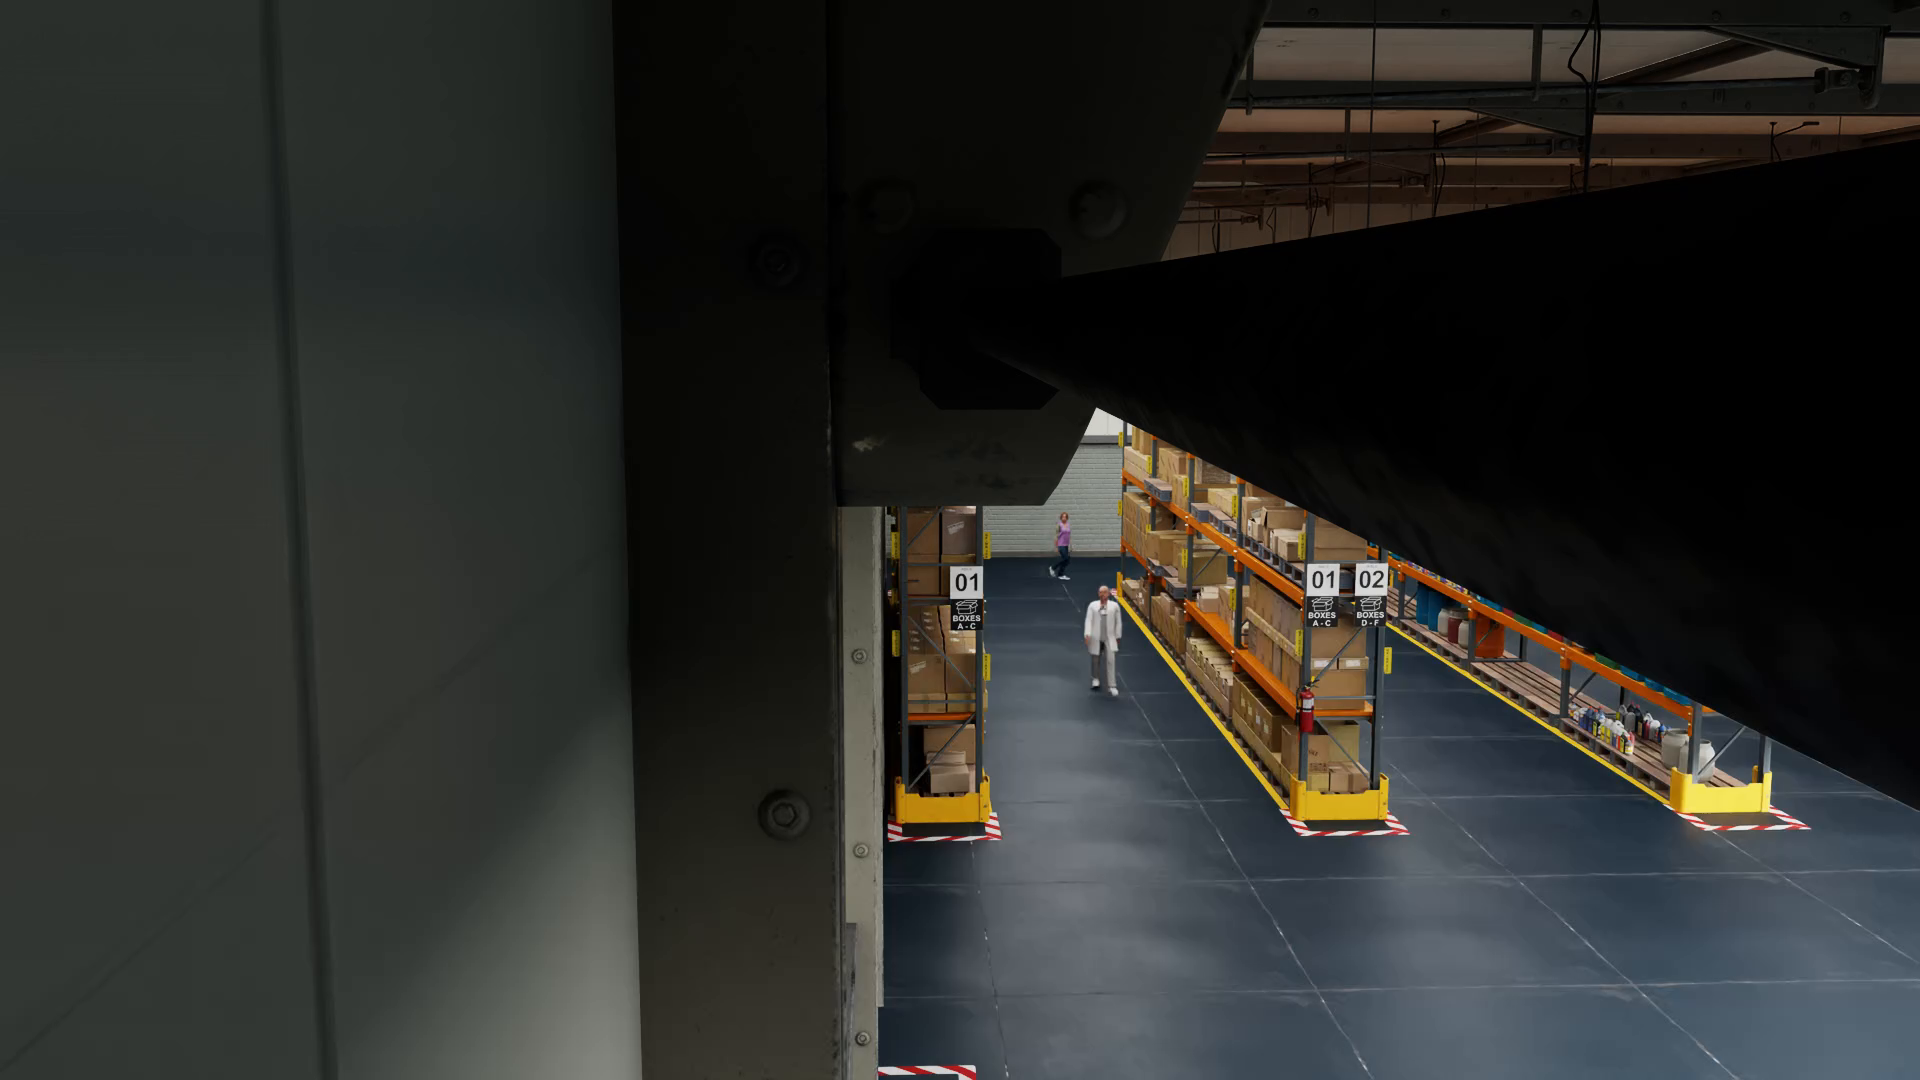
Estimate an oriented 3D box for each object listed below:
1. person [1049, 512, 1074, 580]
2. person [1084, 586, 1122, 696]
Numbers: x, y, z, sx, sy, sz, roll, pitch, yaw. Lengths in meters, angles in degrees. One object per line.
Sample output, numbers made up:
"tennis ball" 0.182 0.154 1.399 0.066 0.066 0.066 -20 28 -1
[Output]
"person" 2.358 0.135 38.519 0.518 1.584 0.414 4 9 27
"person" 2.355 1.622 27.327 0.654 1.724 1.048 -1 8 -5
